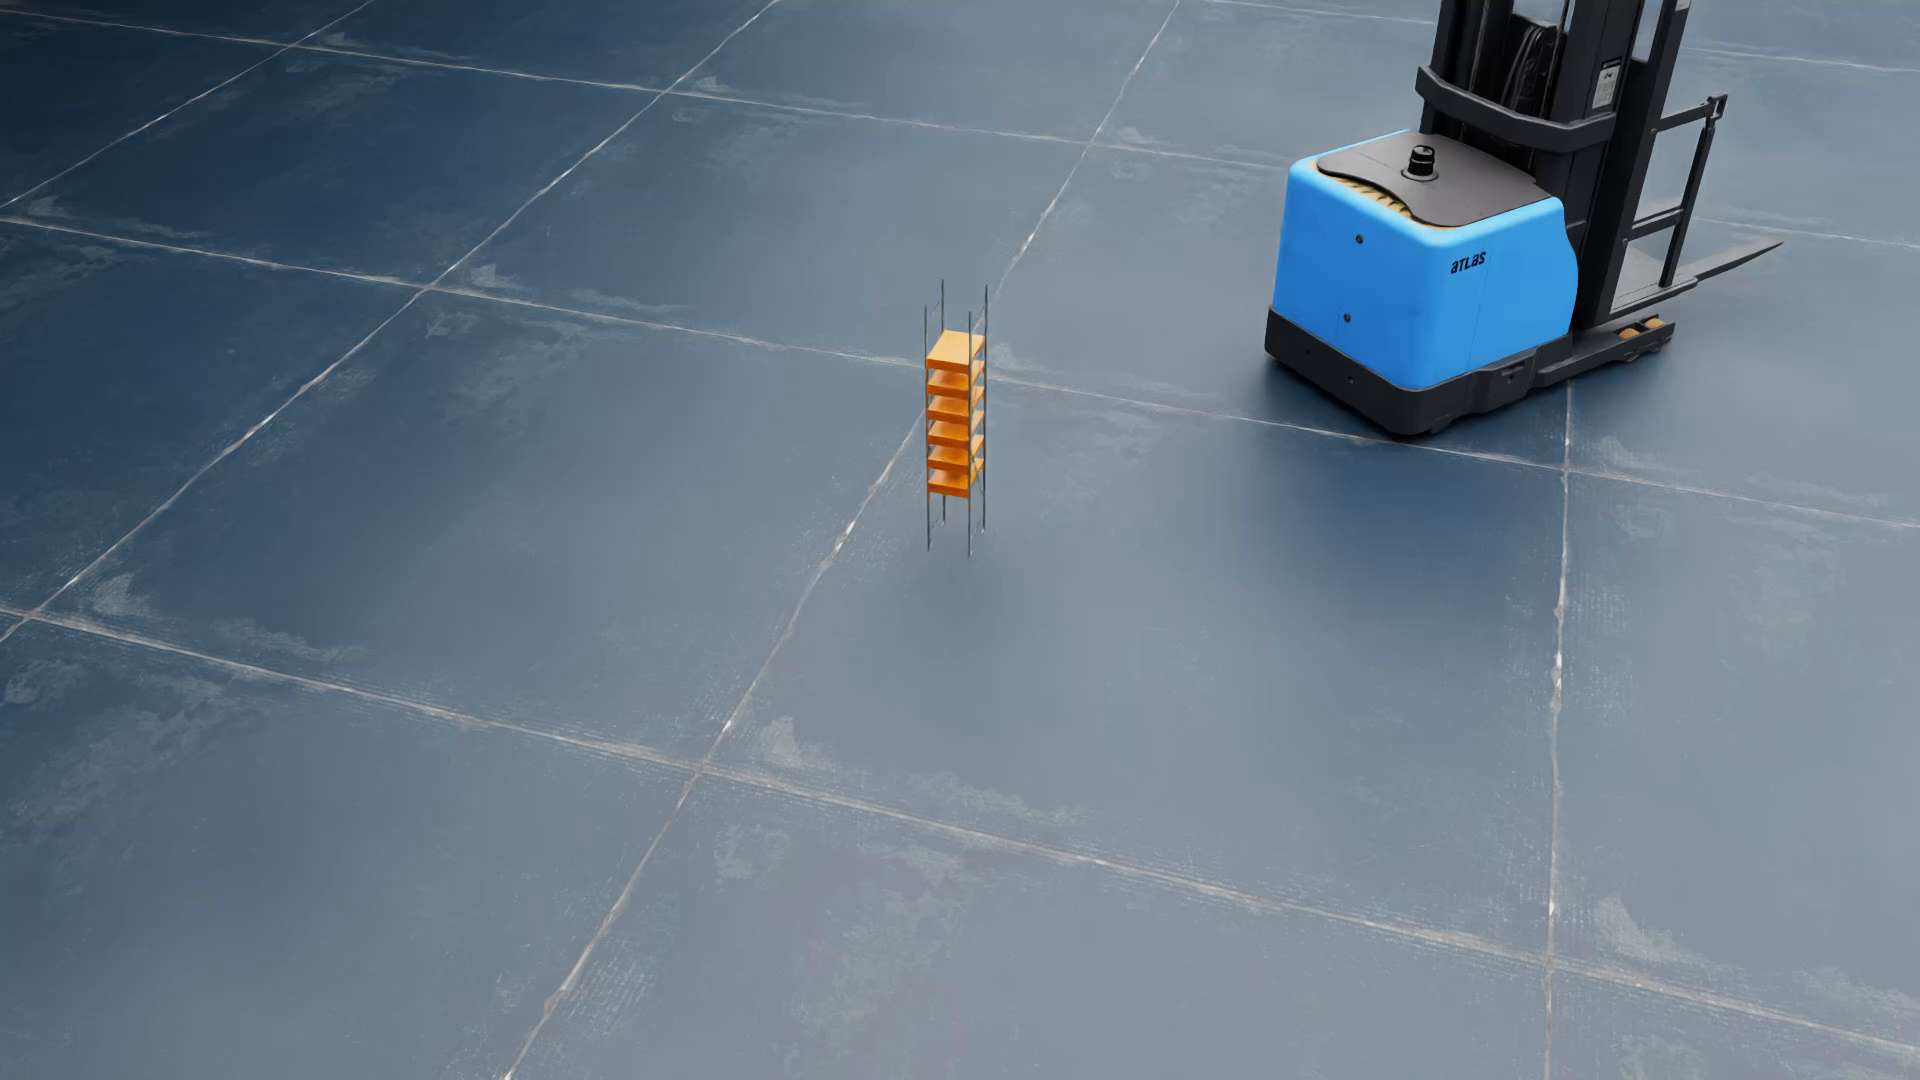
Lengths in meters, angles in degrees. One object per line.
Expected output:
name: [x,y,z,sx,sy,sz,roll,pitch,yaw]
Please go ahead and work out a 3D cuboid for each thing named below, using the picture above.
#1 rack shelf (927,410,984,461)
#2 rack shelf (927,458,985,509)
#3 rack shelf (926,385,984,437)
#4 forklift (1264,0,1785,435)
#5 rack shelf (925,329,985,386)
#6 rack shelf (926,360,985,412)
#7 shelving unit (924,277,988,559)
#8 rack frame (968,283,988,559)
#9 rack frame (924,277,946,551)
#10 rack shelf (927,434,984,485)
rack shelf: [-0.014,-0.450,6.924,0.180,0.103,0.258,10,38,14]
rack shelf: [-0.014,-0.257,7.066,0.180,0.103,0.258,10,38,14]
rack shelf: [-0.014,-0.547,6.853,0.180,0.103,0.258,10,38,14]
forklift: [3.065,-2.334,7.948,3.031,2.935,1.130,-21,41,-26]
rack shelf: [-0.014,-0.740,6.711,0.180,0.103,0.258,10,38,14]
rack shelf: [-0.014,-0.643,6.782,0.180,0.103,0.258,10,38,14]
shelving unit: [-0.014,-0.486,6.898,0.189,1.200,0.258,10,38,14]
rack frame: [0.074,-0.470,6.876,0.006,1.200,0.240,10,38,14]
rack frame: [-0.101,-0.502,6.920,0.006,1.200,0.240,10,38,14]
rack shelf: [-0.014,-0.353,6.995,0.180,0.103,0.258,10,38,14]
